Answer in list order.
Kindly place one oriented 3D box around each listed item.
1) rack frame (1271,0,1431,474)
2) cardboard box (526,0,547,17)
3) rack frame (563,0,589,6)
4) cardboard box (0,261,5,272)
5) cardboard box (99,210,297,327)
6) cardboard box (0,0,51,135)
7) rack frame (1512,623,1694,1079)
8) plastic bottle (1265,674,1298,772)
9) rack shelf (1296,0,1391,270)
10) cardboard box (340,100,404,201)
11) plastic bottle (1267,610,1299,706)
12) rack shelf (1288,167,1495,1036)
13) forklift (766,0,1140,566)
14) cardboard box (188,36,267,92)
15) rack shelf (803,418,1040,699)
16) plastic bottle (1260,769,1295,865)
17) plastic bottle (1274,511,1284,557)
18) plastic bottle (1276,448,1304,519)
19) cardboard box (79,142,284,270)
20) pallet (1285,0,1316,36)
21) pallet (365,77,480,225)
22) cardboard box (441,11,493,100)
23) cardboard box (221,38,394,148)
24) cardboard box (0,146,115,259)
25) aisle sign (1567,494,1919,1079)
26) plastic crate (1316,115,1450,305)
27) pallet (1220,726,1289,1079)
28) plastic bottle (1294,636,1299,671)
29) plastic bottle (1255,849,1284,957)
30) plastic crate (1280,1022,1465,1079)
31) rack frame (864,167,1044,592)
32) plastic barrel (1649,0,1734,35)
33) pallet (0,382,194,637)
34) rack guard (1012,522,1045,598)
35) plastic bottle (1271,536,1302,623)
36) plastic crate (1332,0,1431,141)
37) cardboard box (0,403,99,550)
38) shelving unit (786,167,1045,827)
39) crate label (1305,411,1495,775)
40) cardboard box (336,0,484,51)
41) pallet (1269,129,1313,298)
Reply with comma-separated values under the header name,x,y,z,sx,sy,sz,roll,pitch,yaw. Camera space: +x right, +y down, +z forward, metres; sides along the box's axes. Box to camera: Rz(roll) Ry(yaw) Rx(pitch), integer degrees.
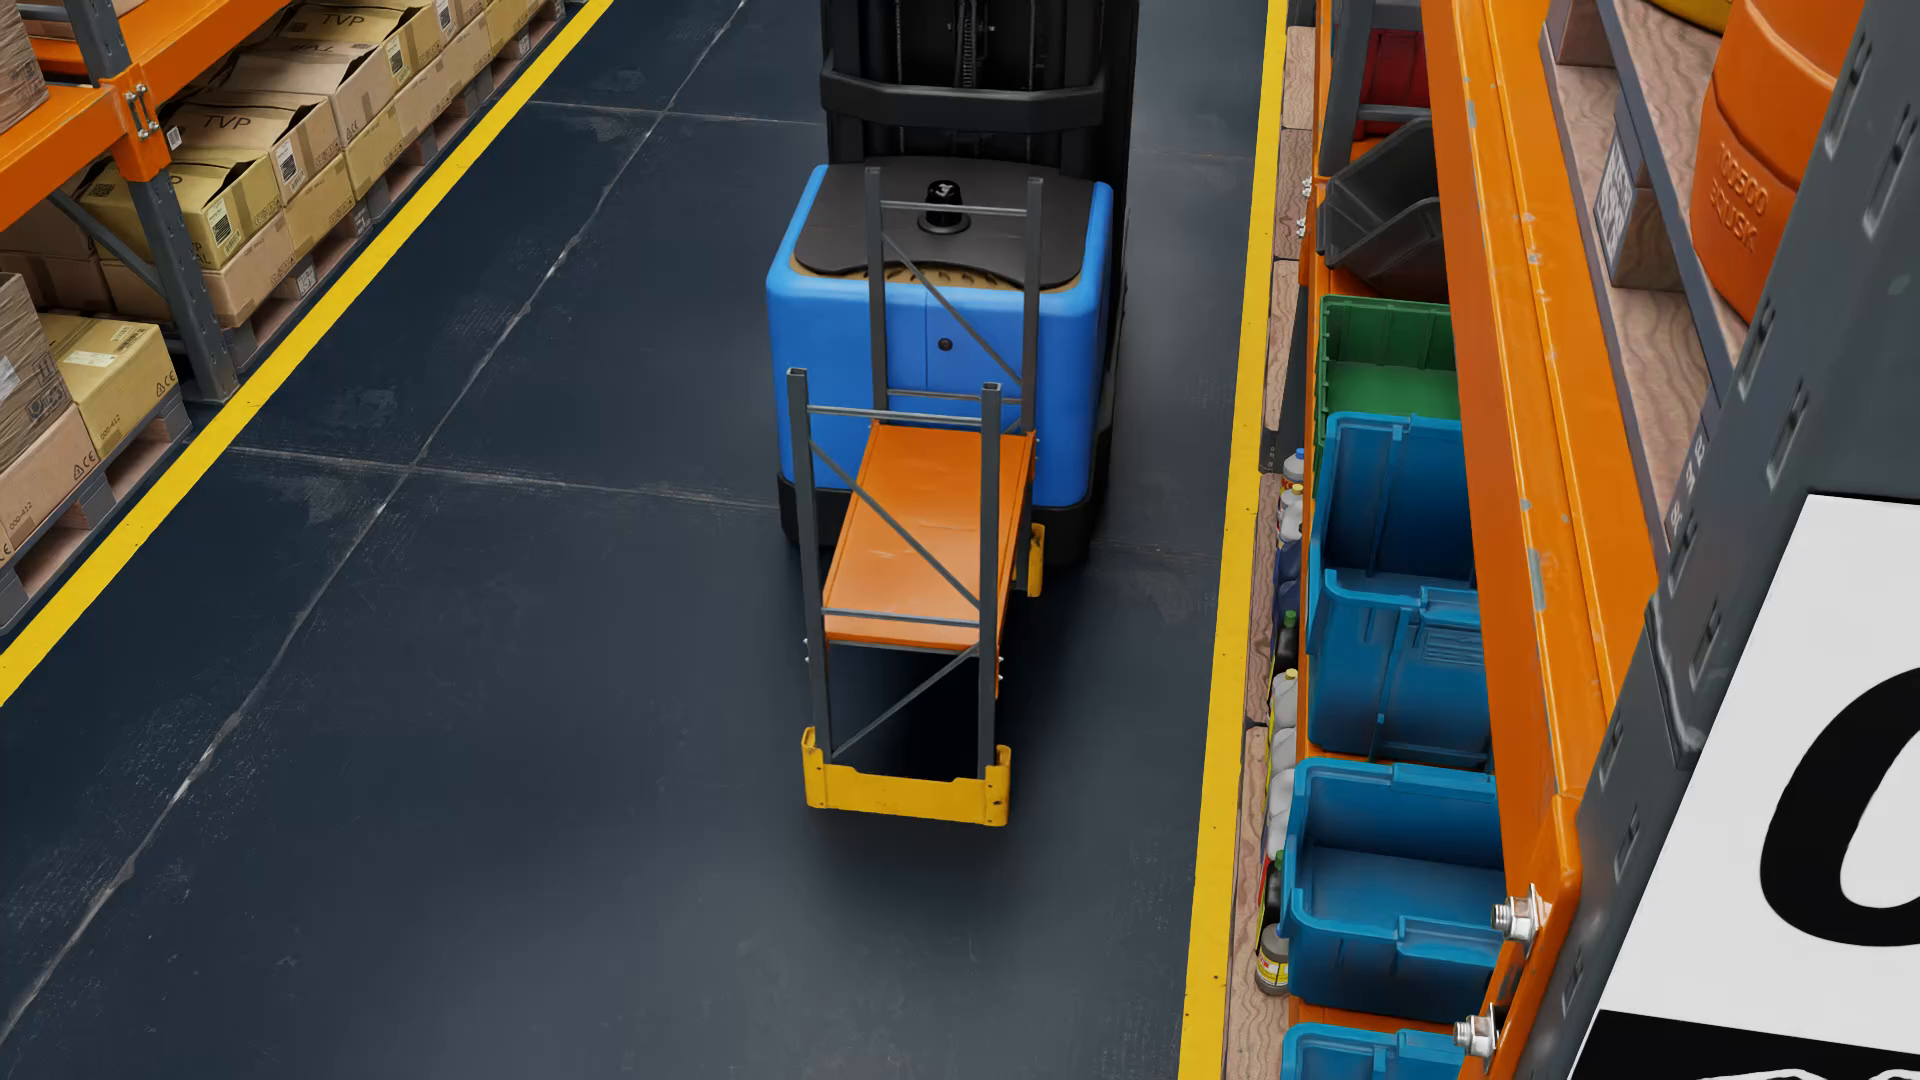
name,x,y,z,sx,sy,sz,roll,pitch,yaw
rack frame,1.580,-1.215,4.866,1.000,3.000,0.127,6,40,8
cardboard box,-2.456,-3.019,8.876,0.500,0.250,0.500,7,40,9
rack frame,-2.606,-4.274,8.566,1.000,3.000,0.127,6,40,8
cardboard box,-3.686,-0.899,5.723,0.500,0.500,0.500,6,40,8
cardboard box,-2.984,-1.092,6.545,0.500,0.250,0.500,5,40,7
cardboard box,-3.368,-1.523,5.160,0.700,0.500,0.500,5,40,7
rack frame,0.888,1.295,1.830,1.000,3.000,0.127,6,40,8
plastic bottle,0.926,0.482,4.547,0.144,0.351,0.185,6,40,7
rack shelf,1.926,-2.193,6.613,1.077,0.370,4.000,6,40,8
cardboard box,-2.807,-1.738,7.326,0.500,0.250,0.500,5,40,6
plastic bottle,0.930,0.340,4.771,0.061,0.283,0.133,8,40,10
rack shelf,1.234,0.317,3.577,1.077,0.370,4.000,6,40,8
forklift,0.099,-1.980,5.845,1.130,2.935,3.031,5,40,6
cardboard box,-3.337,-2.008,7.213,0.500,0.311,0.500,6,40,8
rack shelf,-0.086,0.023,4.828,0.538,0.185,1.000,5,40,6
plastic bottle,0.869,0.732,4.303,0.152,0.276,0.135,5,40,6
plastic bottle,1.058,-0.027,5.280,0.097,0.201,0.097,0,40,0
plastic bottle,1.093,-0.182,5.412,0.097,0.271,0.097,0,40,0
cardboard box,-2.981,-1.314,6.374,0.500,0.311,0.500,7,40,8
pallet,2.368,-3.150,9.395,1.003,0.211,1.213,6,40,8
pallet,-3.000,-1.924,7.911,1.003,0.211,1.213,6,40,8
cardboard box,-2.632,-2.380,8.103,0.500,0.250,0.500,7,40,9
cardboard box,-2.801,-1.953,7.146,0.500,0.311,0.500,5,40,6
cardboard box,-3.510,-1.368,6.439,0.500,0.311,0.500,6,40,8
aisle sign,0.583,0.305,0.986,0.394,0.787,0.004,6,40,8
plastic crate,1.364,-0.877,4.505,0.767,0.338,0.504,6,40,8
pallet,1.214,1.044,4.322,1.003,0.211,1.213,6,40,8
plastic bottle,1.011,0.342,4.778,0.097,0.271,0.097,0,40,0
plastic bottle,0.776,0.896,4.099,0.061,0.283,0.133,7,40,9
plastic crate,0.680,1.005,2.297,0.499,0.251,0.616,6,40,8
rack frame,-0.018,-0.437,5.101,0.500,1.500,0.032,5,40,6
plastic barrel,0.960,-0.825,1.562,0.600,0.588,0.600,0,40,0
pallet,-3.477,-0.195,5.820,1.003,0.211,1.213,6,40,8
rack guard,-0.018,0.046,5.499,0.587,0.250,0.087,5,40,6
plastic bottle,1.032,0.097,5.013,0.144,0.351,0.185,7,40,9
plastic crate,1.363,-1.578,5.254,0.402,0.464,0.583,6,40,8
cardboard box,-3.259,-0.238,5.512,0.500,0.250,0.500,6,40,8
shelving unit,-0.085,-0.122,4.720,0.587,1.500,1.083,5,40,6
crate label,0.940,0.096,3.252,0.502,0.435,0.616,6,40,8
cardboard box,-2.627,-2.593,7.921,0.500,0.311,0.500,6,40,7
pallet,1.887,-1.406,7.285,1.003,0.211,1.213,6,40,8
